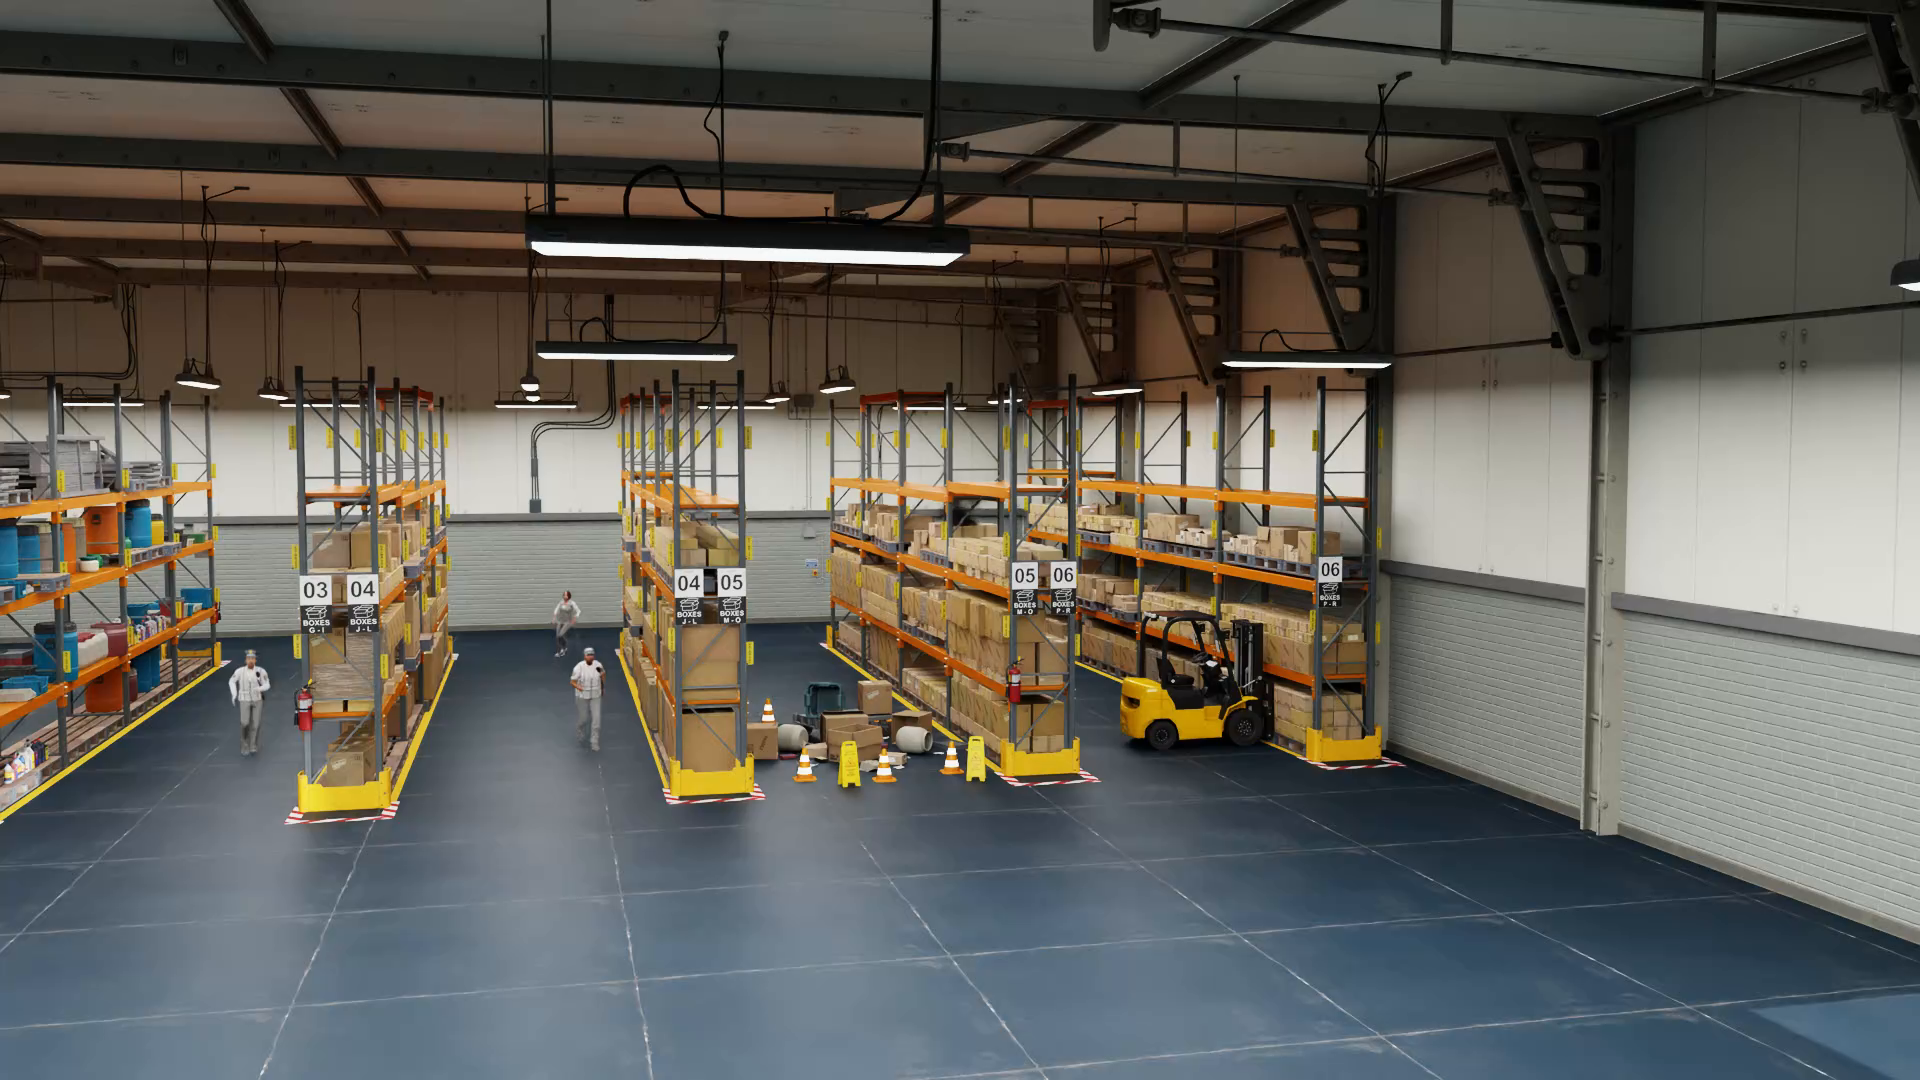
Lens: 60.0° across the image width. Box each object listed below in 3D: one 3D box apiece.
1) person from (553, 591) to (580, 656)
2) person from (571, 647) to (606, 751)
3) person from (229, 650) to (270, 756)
[{"bbox_3d":[-9.119,1.935,38.377,0.603,1.541,0.545,1,4,19],"label":"person"},{"bbox_3d":[-6.061,2.565,27.137,0.592,1.647,0.886,-1,4,-23],"label":"person"},{"bbox_3d":[-11.265,2.581,26.401,0.582,1.690,0.666,-2,4,-27],"label":"person"}]
